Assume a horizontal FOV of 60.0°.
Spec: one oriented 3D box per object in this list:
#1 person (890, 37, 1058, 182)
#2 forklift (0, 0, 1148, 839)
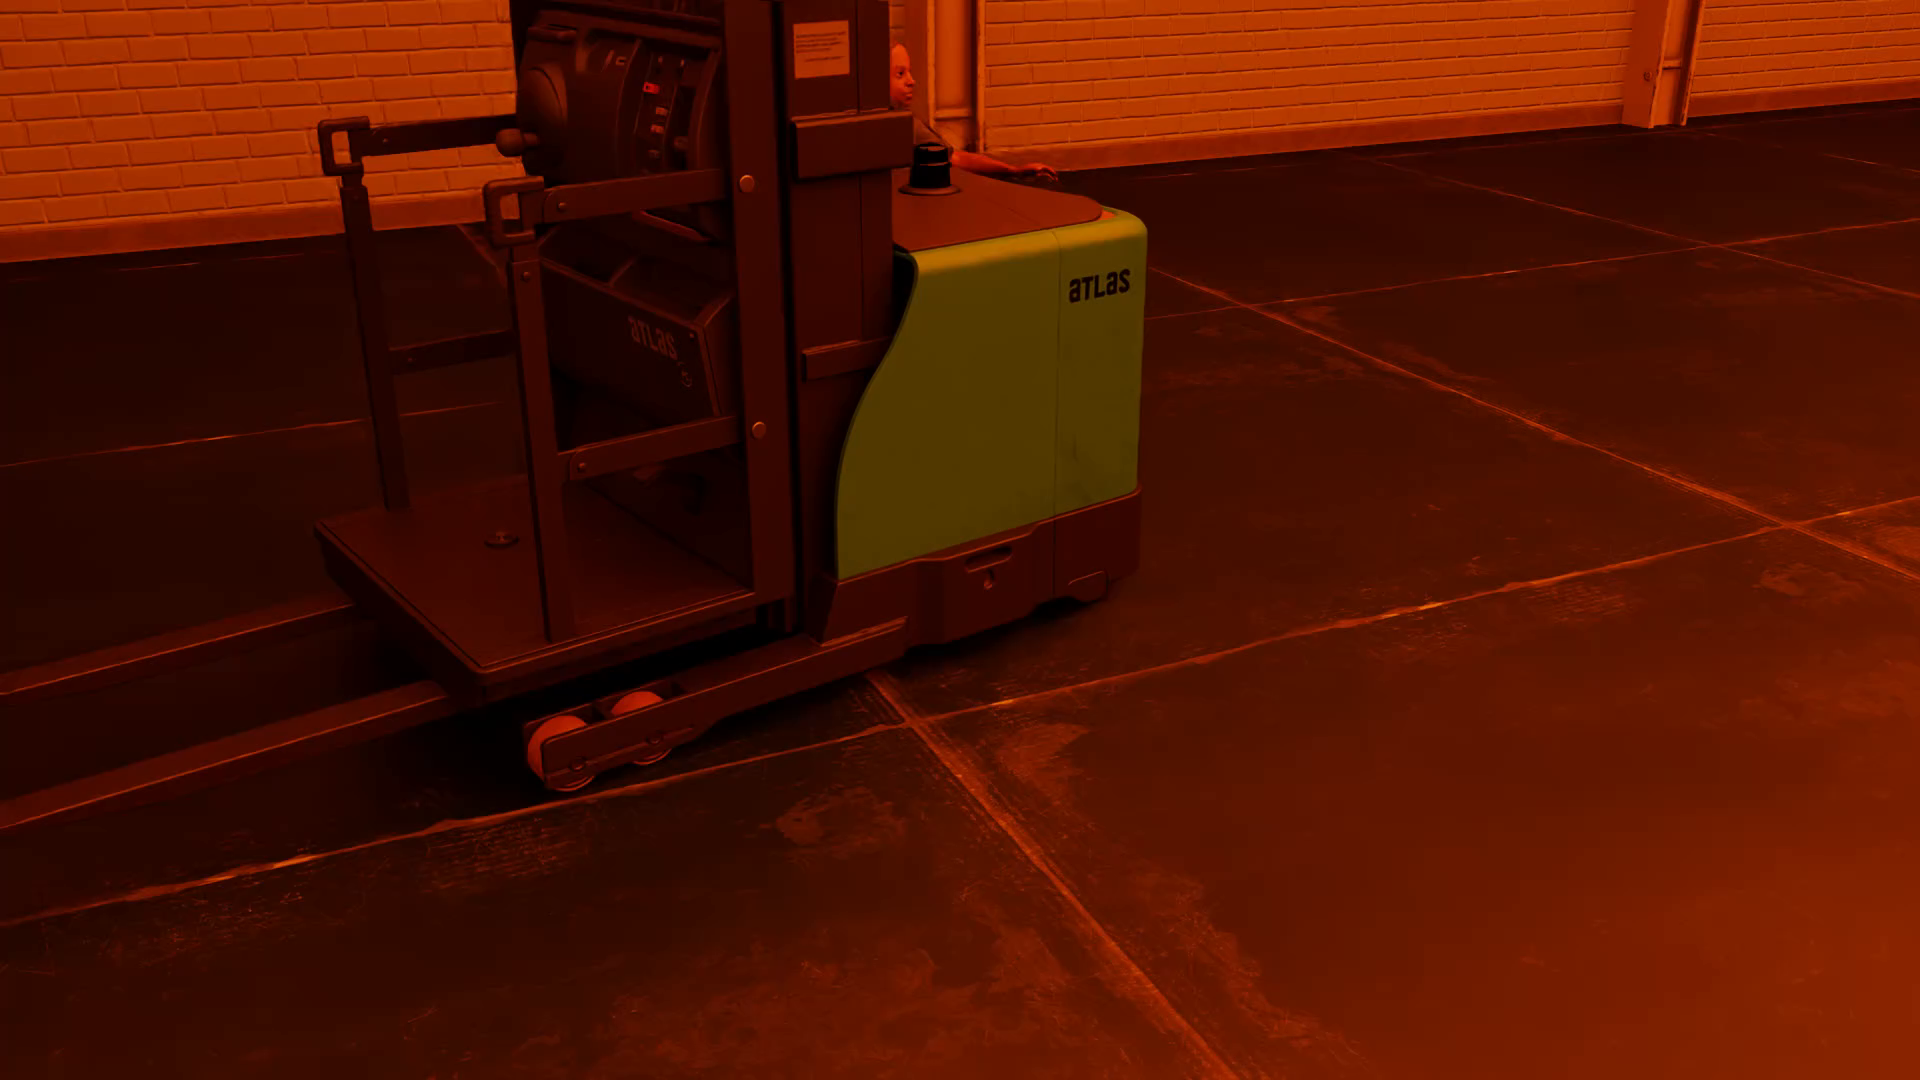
[{"bbox_3d":[-0.070,-0.897,5.409,0.798,1.412,0.886,9,24,20],"label":"person"},{"bbox_3d":[-0.967,-1.017,3.734,3.031,2.935,1.130,-16,28,-34],"label":"forklift"}]
